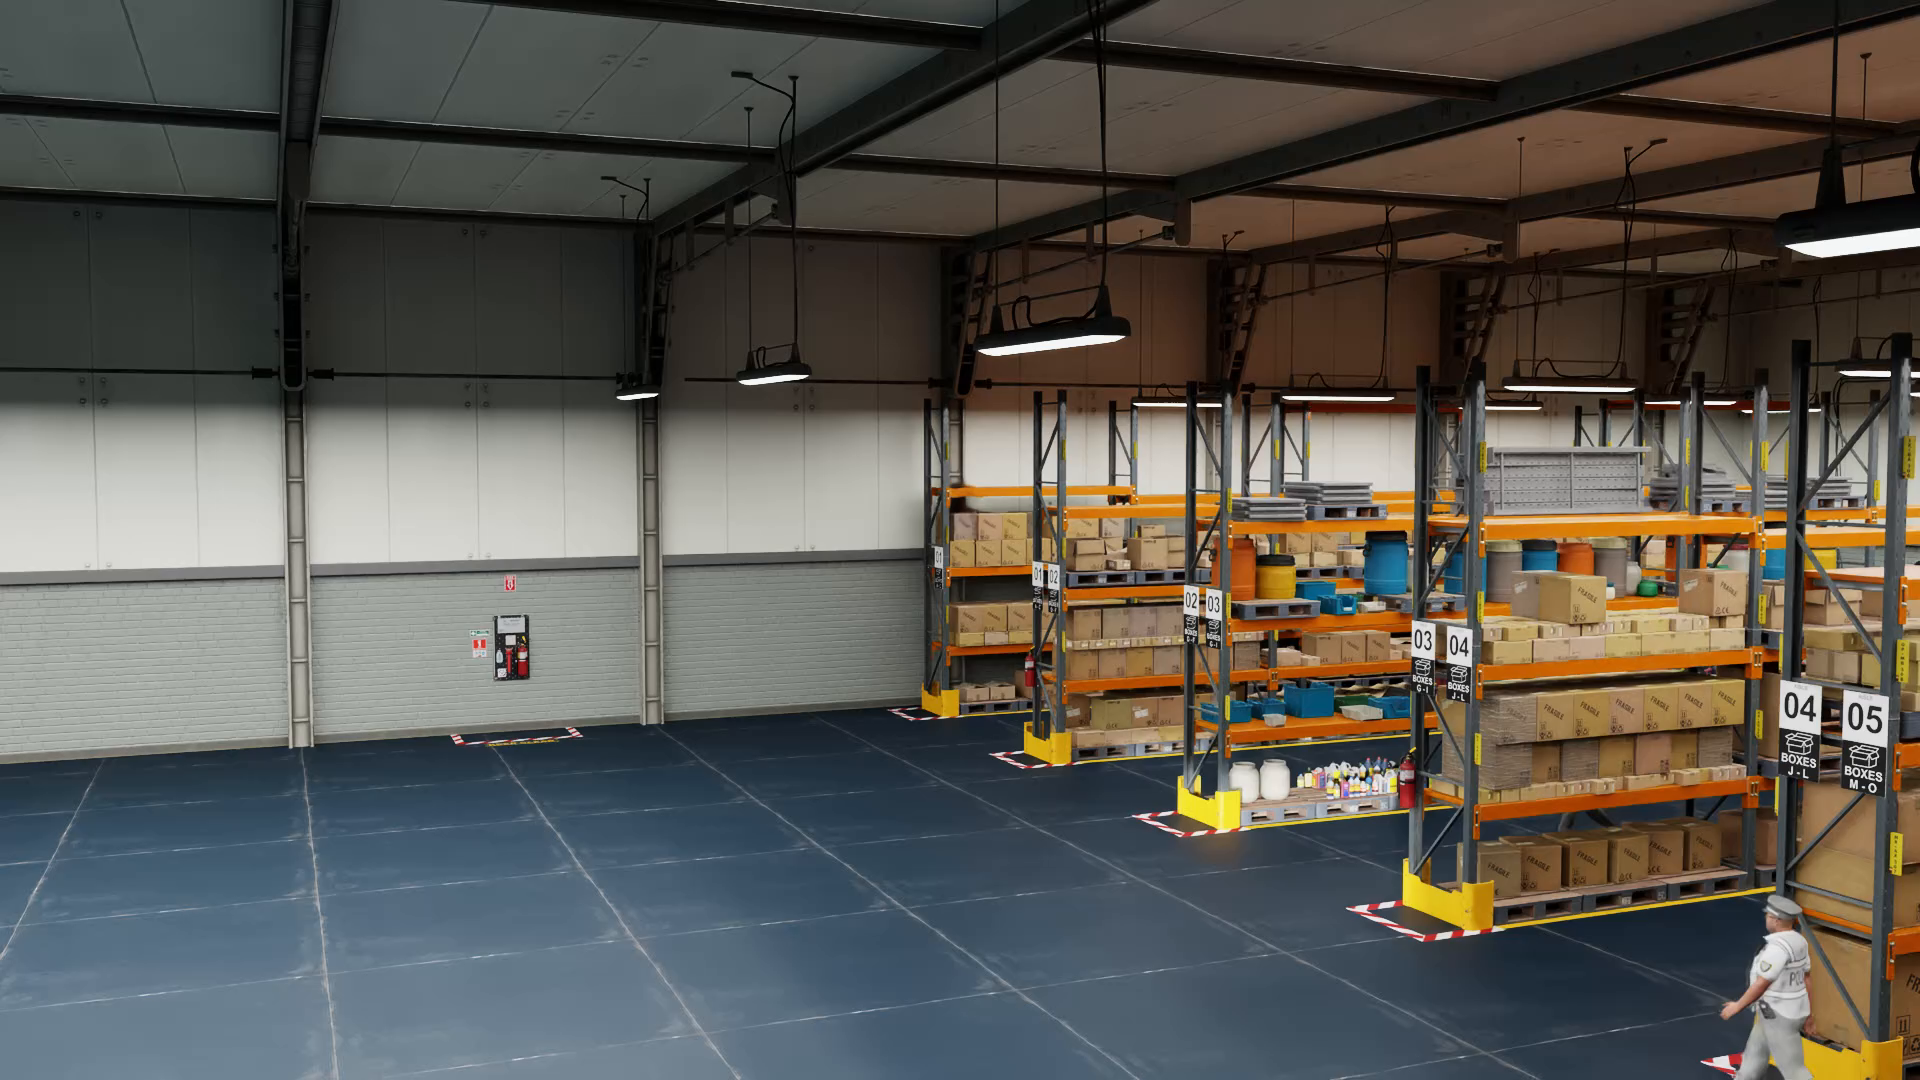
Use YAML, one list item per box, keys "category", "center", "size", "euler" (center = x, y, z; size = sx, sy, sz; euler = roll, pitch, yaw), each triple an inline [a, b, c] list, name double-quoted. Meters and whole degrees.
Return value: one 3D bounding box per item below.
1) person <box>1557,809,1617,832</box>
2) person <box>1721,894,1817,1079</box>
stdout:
- category: "person"
  center: [7.950, 3.074, 21.140]
  size: [1.028, 1.609, 0.508]
  euler: [-1, 4, -23]
- category: "person"
  center: [6.137, 3.541, 12.590]
  size: [1.015, 1.720, 0.555]
  euler: [3, 5, 45]
